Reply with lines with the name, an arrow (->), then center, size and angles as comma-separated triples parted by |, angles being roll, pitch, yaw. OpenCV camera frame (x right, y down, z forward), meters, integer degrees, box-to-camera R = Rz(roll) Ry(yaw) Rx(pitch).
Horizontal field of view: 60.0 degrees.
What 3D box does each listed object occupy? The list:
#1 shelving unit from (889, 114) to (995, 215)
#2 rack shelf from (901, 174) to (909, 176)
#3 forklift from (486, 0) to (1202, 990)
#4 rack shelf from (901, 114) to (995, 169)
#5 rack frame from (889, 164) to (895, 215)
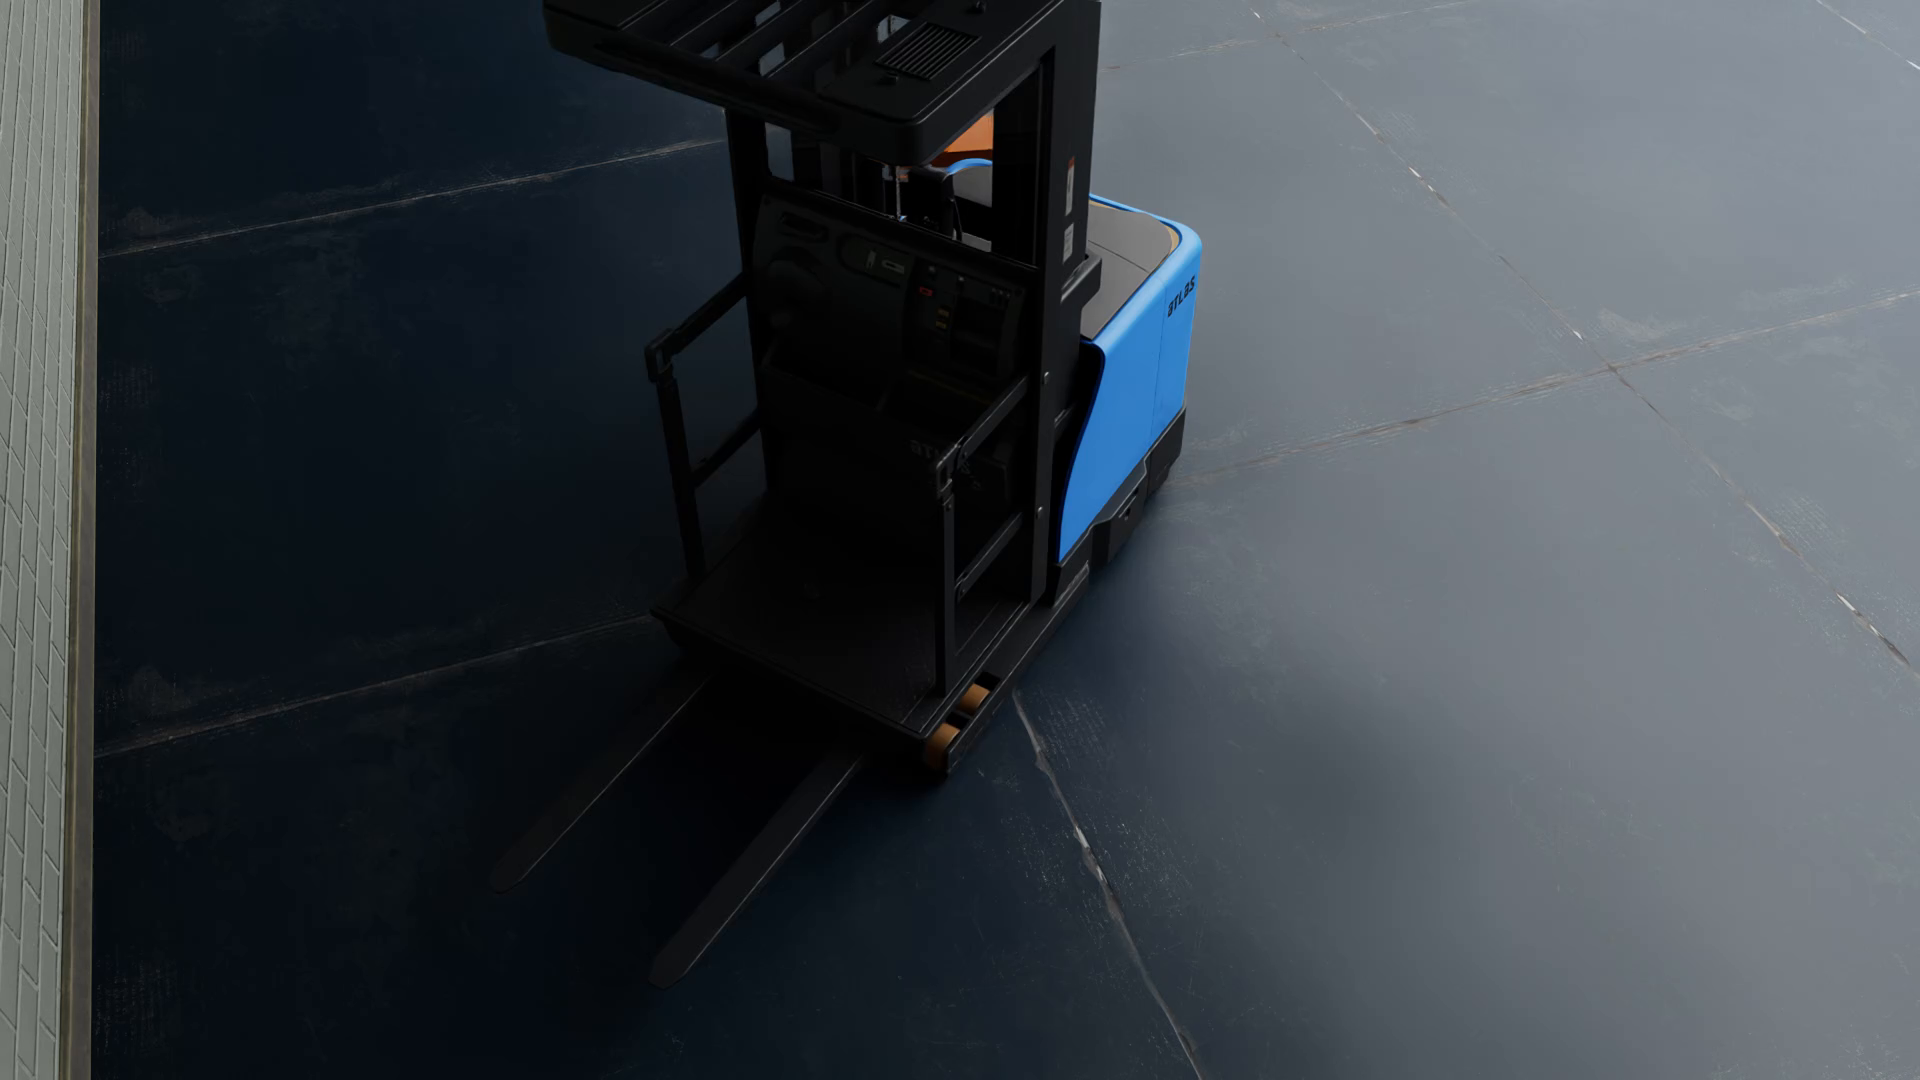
shelving unit -> -0.011, -1.213, 6.611 | 0.503, 1.200, 0.258 | -5, 45, -5
rack shelf -> -0.011, -1.324, 6.501 | 0.480, 0.148, 0.258 | -5, 45, -5
forklift -> -0.332, -0.649, 4.828 | 1.130, 2.935, 3.031 | 23, 50, 22
rack shelf -> -0.011, -1.492, 6.334 | 0.480, 0.148, 0.258 | -5, 45, -5
rack frame -> -0.253, -1.192, 6.590 | 0.015, 1.200, 0.240 | -5, 45, -5
